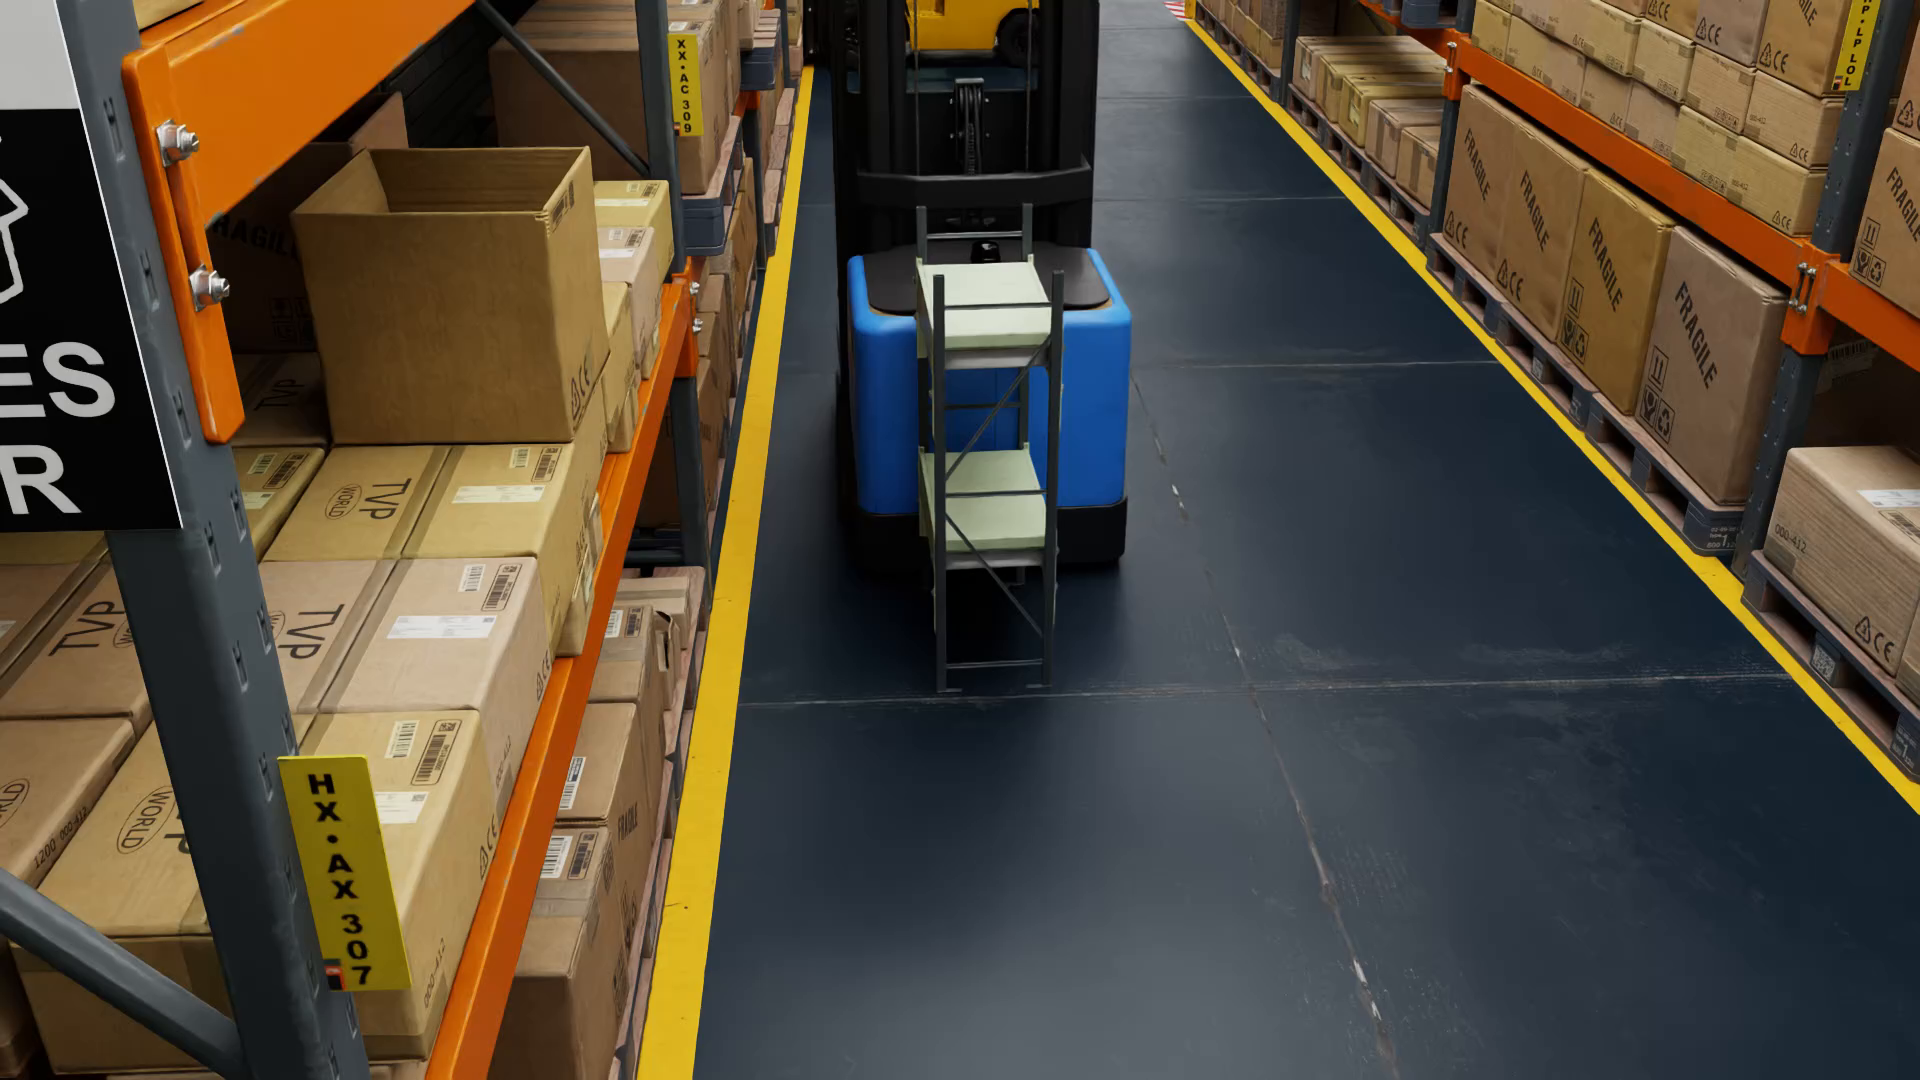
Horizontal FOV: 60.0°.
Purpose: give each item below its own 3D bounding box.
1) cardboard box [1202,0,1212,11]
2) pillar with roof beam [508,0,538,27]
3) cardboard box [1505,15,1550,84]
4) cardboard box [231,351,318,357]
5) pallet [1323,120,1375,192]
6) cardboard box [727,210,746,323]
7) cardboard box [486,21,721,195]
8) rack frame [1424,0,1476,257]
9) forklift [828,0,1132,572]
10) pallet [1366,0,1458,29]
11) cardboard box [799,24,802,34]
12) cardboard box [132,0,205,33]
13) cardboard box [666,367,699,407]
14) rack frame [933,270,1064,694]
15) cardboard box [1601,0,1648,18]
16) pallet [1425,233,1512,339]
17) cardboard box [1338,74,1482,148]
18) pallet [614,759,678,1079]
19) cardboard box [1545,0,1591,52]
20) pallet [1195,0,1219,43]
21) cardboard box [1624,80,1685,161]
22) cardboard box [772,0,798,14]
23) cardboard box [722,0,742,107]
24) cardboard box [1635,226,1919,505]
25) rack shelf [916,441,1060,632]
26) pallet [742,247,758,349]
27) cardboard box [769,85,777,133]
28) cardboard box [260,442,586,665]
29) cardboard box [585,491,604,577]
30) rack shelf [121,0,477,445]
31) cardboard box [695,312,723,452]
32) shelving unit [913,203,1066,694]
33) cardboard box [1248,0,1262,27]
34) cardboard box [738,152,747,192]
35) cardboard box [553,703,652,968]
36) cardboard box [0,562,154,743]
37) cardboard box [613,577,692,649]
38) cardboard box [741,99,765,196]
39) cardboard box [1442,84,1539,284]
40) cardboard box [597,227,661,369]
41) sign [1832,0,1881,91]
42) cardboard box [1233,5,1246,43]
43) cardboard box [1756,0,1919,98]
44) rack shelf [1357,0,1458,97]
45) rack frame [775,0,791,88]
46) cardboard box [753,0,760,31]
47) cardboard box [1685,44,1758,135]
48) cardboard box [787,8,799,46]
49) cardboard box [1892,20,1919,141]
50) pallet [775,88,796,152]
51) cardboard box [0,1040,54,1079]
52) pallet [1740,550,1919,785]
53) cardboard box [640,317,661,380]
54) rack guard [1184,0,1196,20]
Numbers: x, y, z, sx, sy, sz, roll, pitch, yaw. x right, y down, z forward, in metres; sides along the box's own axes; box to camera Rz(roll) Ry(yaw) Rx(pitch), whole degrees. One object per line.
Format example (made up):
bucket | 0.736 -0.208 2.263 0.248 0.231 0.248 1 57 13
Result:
cardboard box | 2.661 -5.326 16.237 0.500 0.250 0.500 -2 28 -3
pillar with roof beam | 1.687 -6.266 9.033 9.100 9.000 0.400 -1 28 -3
cardboard box | 3.131 -2.508 8.477 0.500 0.250 0.500 -2 28 -4
cardboard box | -1.621 -0.435 4.181 0.500 0.250 0.500 -1 28 -2
pallet | 3.212 -2.730 11.756 1.003 0.211 1.213 -1 28 -3
cardboard box | -1.362 -1.337 8.318 0.500 0.500 0.500 0 28 0
cardboard box | -1.237 -1.534 5.885 0.700 0.500 0.500 -1 28 -1
rack frame | 3.312 -3.043 9.342 1.000 3.000 0.127 -1 28 -3
forklift | -0.008 -1.829 7.088 1.130 2.935 3.031 -2 28 -5
pallet | 3.169 -3.285 10.012 1.213 0.211 1.003 -1 28 -3
cardboard box | -1.590 -4.202 14.082 0.500 0.250 0.500 -2 28 -4
cardboard box | -1.011 -0.599 1.682 0.380 0.149 0.250 -1 28 -2
cardboard box | -1.189 -0.612 6.228 0.380 0.149 0.250 0 28 0
rack frame | 0.118 -0.146 5.409 0.400 1.500 0.023 -2 28 -5
cardboard box | 3.164 -2.596 7.295 0.500 0.500 0.500 -1 28 -2
pallet | 3.278 -1.441 9.285 1.003 0.211 1.213 -1 28 -3
cardboard box | 3.212 -3.017 11.678 0.950 0.372 0.625 0 28 -1
pallet | -1.334 1.044 4.521 1.003 0.211 1.213 -1 28 -3
cardboard box | 3.132 -2.489 7.901 0.500 0.250 0.500 -1 28 -3
pallet | 2.906 -5.090 16.282 1.003 0.211 1.213 -1 28 -3
cardboard box | 3.213 -1.799 7.119 0.500 0.250 0.500 -2 28 -4
cardboard box | -1.565 -4.410 13.401 0.500 0.250 0.500 -2 28 -3
cardboard box | -1.305 -2.136 7.039 0.700 0.500 0.500 -2 28 -3
cardboard box | 3.409 -0.725 6.739 0.875 0.875 0.875 -1 28 -1
rack shelf | 0.084 -0.026 5.883 0.431 0.370 0.720 -2 28 -5
pallet | -1.643 -1.340 9.090 1.003 0.211 1.213 -1 28 -3
cardboard box | -1.782 -3.303 11.953 0.875 0.625 0.625 -2 28 -3
cardboard box | -1.038 0.024 3.300 0.500 0.250 0.500 -2 28 -4
cardboard box | -1.022 0.008 3.762 0.380 0.149 0.250 -1 28 -1
rack shelf | -1.331 -1.162 3.269 1.077 0.370 4.000 -1 28 -3
cardboard box | -1.274 -0.627 6.957 0.500 0.500 0.500 -2 28 -3
shelving unit | 0.084 -0.315 5.732 0.431 1.500 0.755 -2 28 -5
cardboard box | 2.776 -4.692 14.210 0.500 0.500 0.500 -1 28 -2
cardboard box | -1.320 -1.940 8.774 0.380 0.149 0.250 -3 28 -5
cardboard box | -1.097 0.768 4.283 0.500 0.500 0.500 -1 28 -2
cardboard box | -1.541 0.263 2.842 0.500 0.250 0.500 -1 28 -2
cardboard box | -1.113 0.253 5.649 0.380 0.149 0.250 -2 28 -4
cardboard box | -1.663 -2.344 10.113 0.875 0.625 0.625 -1 28 -1
cardboard box | 3.265 -1.967 9.120 0.875 0.875 0.875 -2 28 -3
cardboard box | -1.124 -0.680 4.650 0.500 0.250 0.500 -1 28 -2
sign | 2.980 -1.657 5.517 0.100 0.325 0.005 -1 28 -3
cardboard box | 2.744 -4.605 14.855 0.500 0.250 0.500 -1 28 -2
cardboard box | 3.247 -1.884 5.929 0.500 0.500 0.500 -1 28 -1
rack shelf | 3.208 -3.648 11.279 1.077 0.370 4.000 -1 28 -3
rack frame | -1.853 -4.769 12.650 1.000 3.000 0.127 -1 28 -3
cardboard box | -1.227 -2.703 8.506 0.380 0.149 0.250 -1 28 -2
cardboard box | 3.222 -1.780 6.540 0.500 0.250 0.500 -1 28 -1
cardboard box | -1.570 -4.189 13.516 0.500 0.250 0.500 -2 28 -3
cardboard box | 3.304 -1.458 5.113 0.500 0.500 0.500 -1 28 -2
pallet | -1.776 -3.193 12.644 1.003 0.211 1.213 -1 28 -3
cardboard box | -1.512 0.737 2.364 0.380 0.149 0.250 -2 28 -3
pallet | 3.483 0.393 5.768 1.003 0.211 1.213 -1 28 -3
cardboard box | -1.094 -0.583 4.896 0.380 0.149 0.250 -1 28 -1
rack guard | 2.899 -5.595 16.936 1.175 0.500 0.348 -1 28 -3
